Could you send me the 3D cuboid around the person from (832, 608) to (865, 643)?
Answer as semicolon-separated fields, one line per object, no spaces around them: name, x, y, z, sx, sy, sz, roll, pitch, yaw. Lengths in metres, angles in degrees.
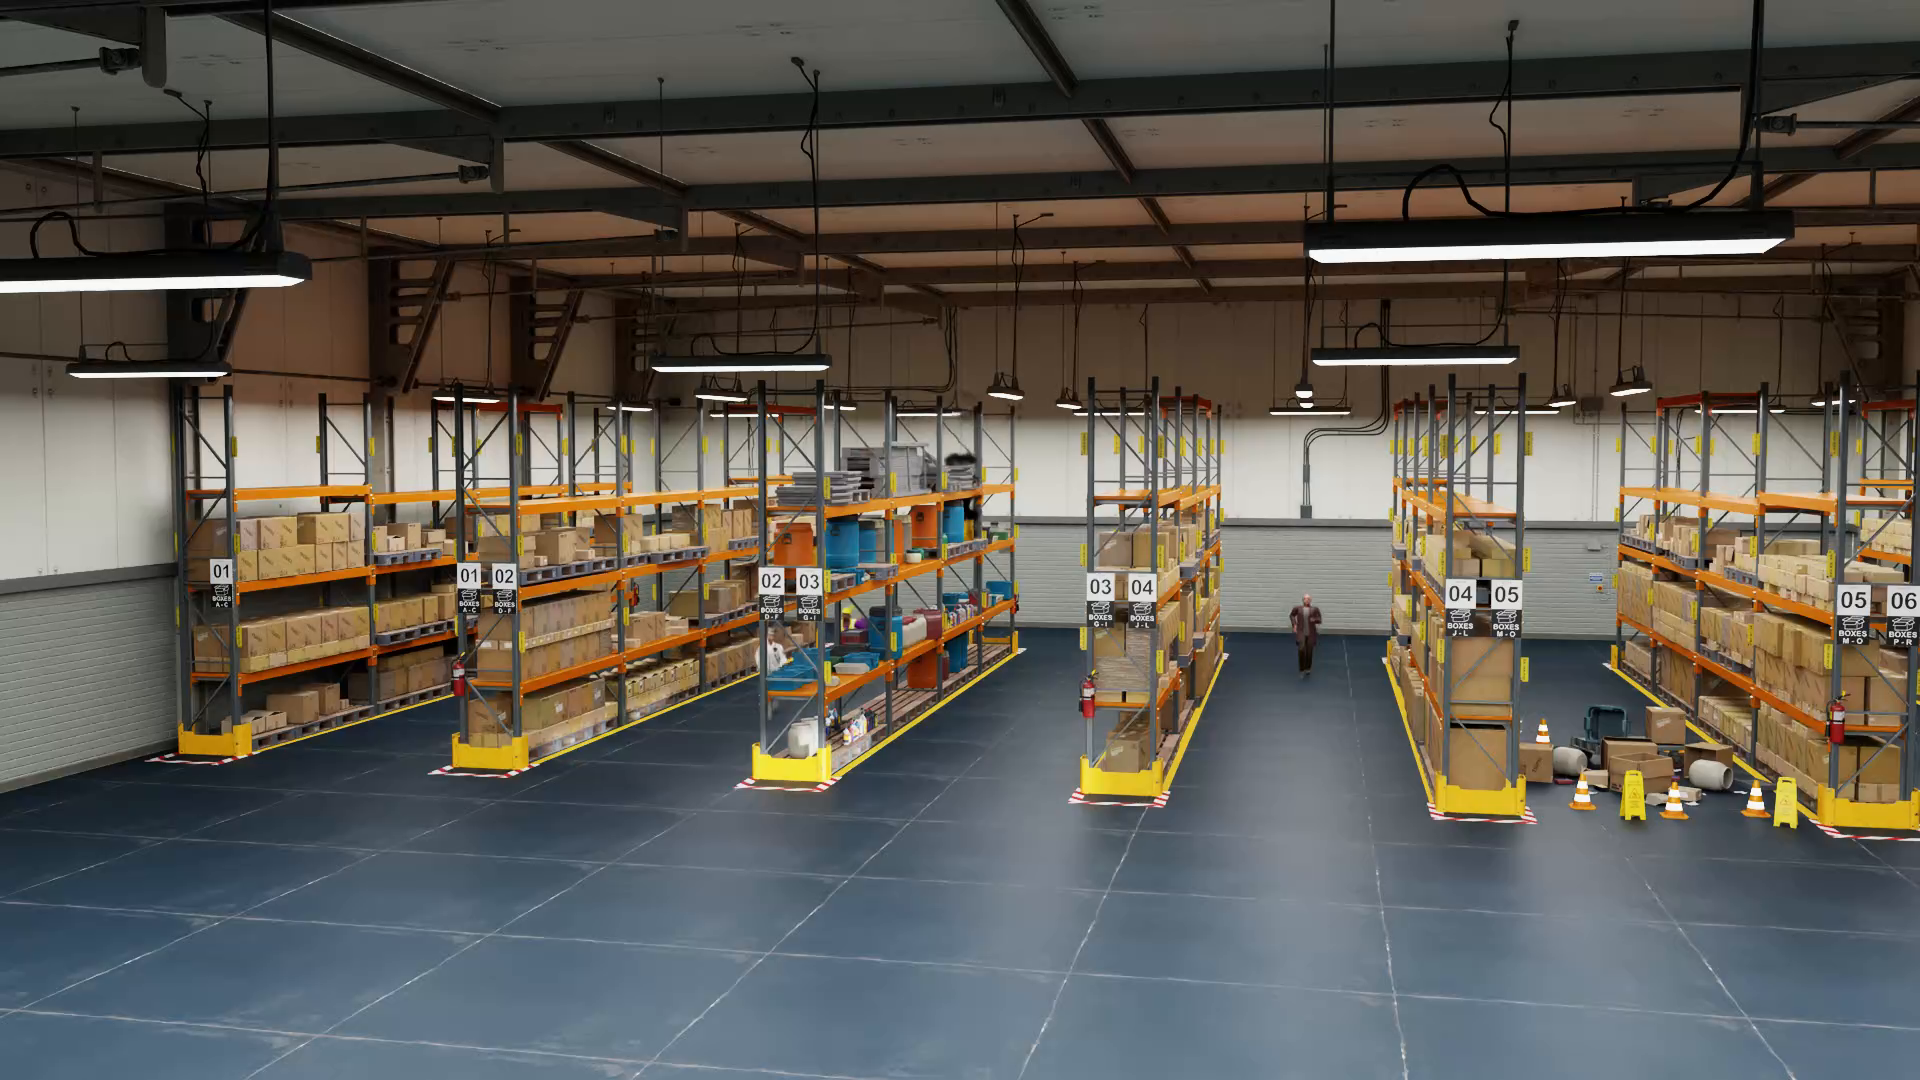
person;-2.284;2.242;34.360;0.737;1.720;0.705;0;3;6

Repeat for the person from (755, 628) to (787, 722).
person;-3.499;2.460;30.687;0.618;1.694;0.826;0;3;1

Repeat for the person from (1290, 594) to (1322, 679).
person;7.519;2.094;36.136;0.682;1.841;0.801;0;3;9
